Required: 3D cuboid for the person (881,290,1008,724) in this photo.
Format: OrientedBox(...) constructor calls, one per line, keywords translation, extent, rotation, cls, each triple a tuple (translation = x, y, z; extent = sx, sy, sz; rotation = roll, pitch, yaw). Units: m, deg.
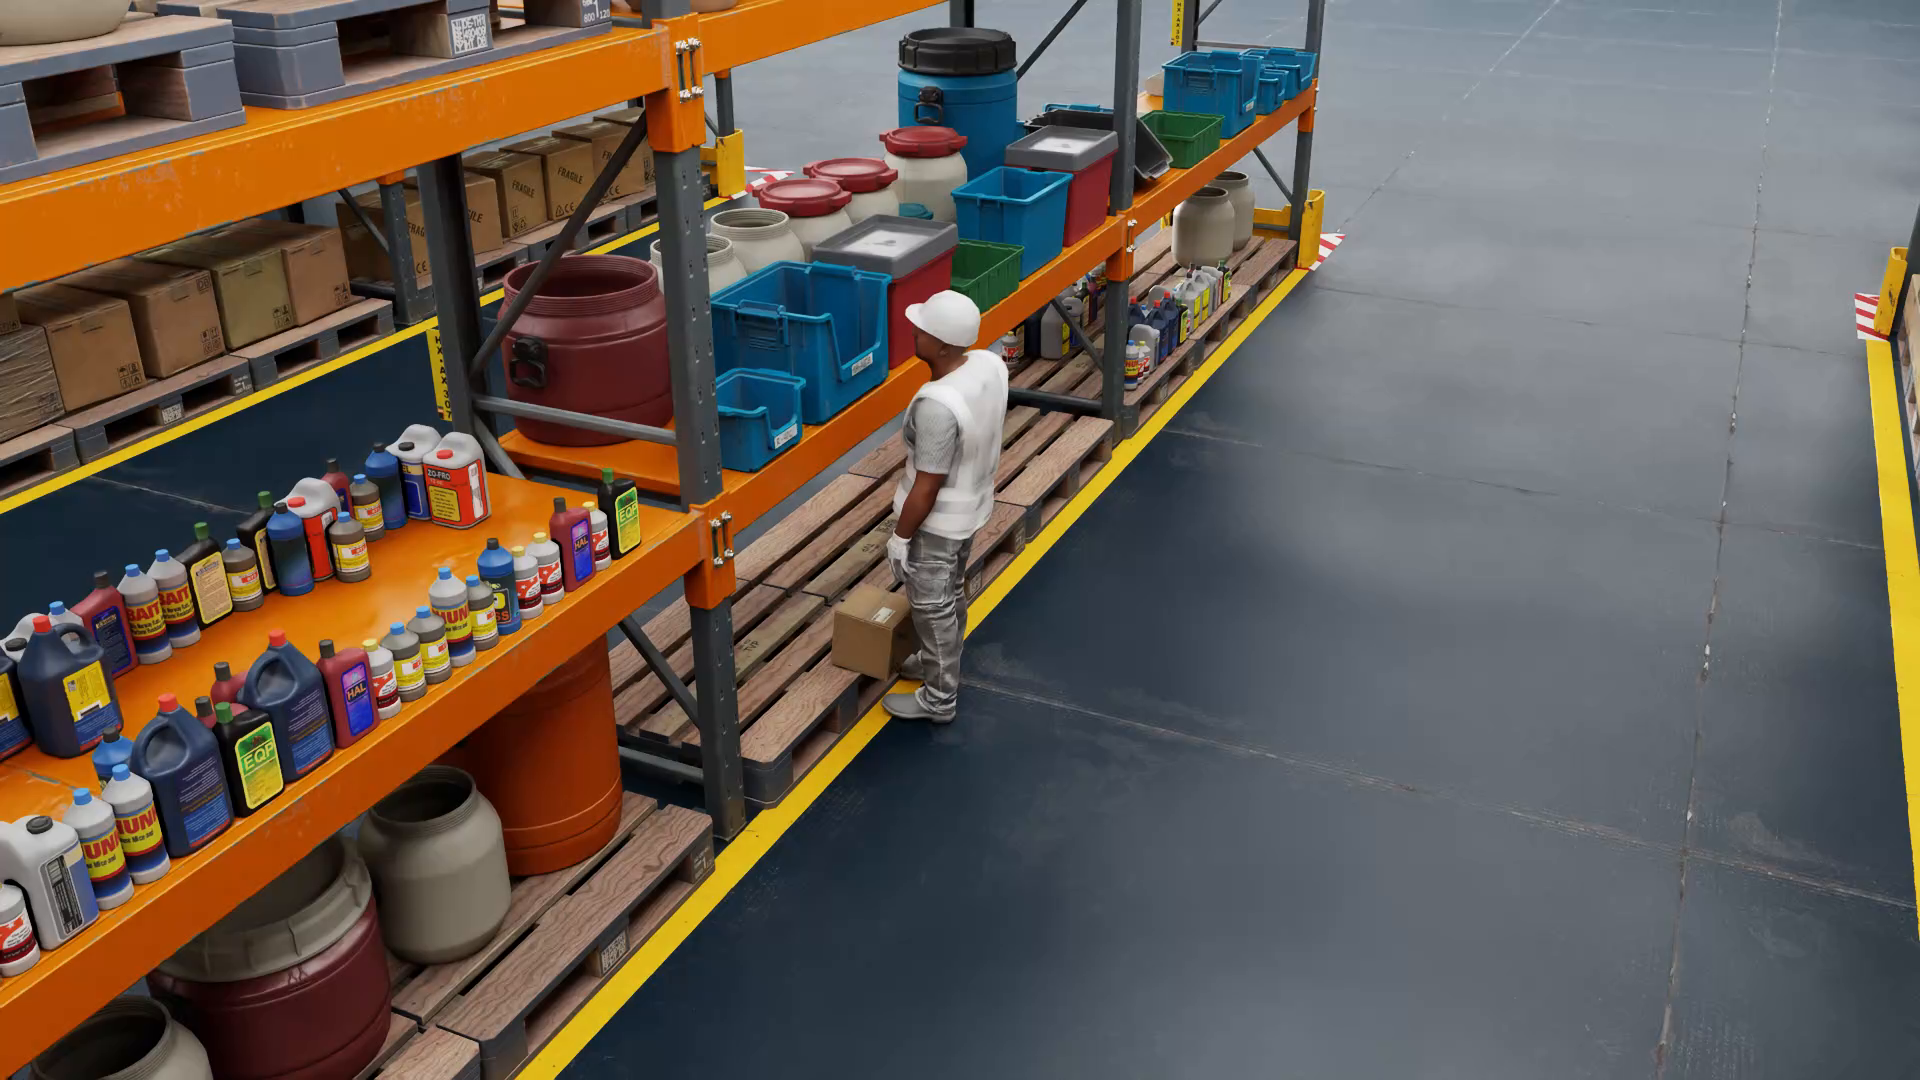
OrientedBox(translation=(-0.135, -0.115, 6.305), extent=(0.577, 1.782, 0.656), rotation=(11, 28, 22), cls="person")
